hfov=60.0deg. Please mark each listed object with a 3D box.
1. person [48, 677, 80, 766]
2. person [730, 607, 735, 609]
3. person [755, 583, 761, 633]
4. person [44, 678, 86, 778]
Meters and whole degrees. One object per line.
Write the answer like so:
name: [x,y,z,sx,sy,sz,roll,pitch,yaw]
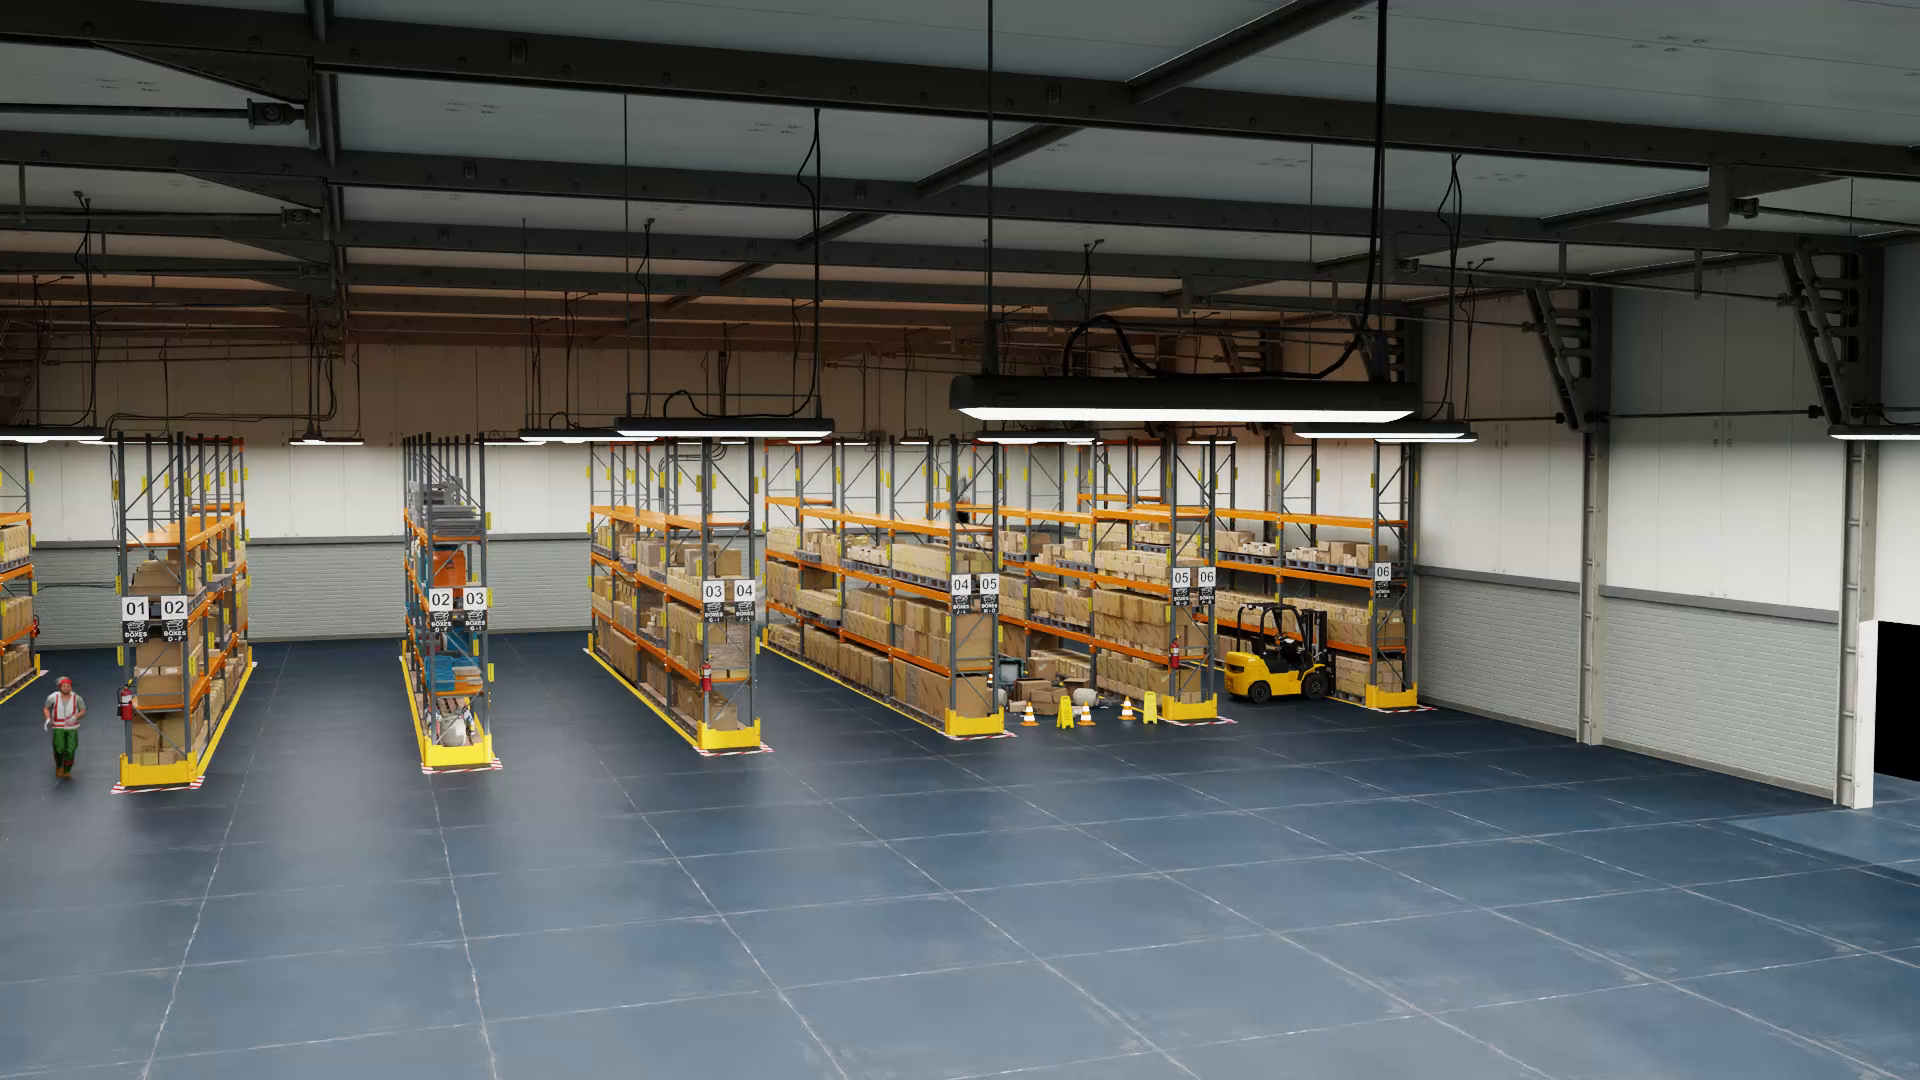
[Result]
person: [-15.936,3.260,29.566,0.574,1.658,0.558,-2,4,-35]
person: [-6.704,2.238,47.491,0.760,1.732,0.725,0,3,6]
person: [-6.178,2.115,49.328,0.587,1.700,0.902,-2,4,-27]
person: [-15.372,3.247,28.583,0.637,1.738,0.623,-2,4,-30]
